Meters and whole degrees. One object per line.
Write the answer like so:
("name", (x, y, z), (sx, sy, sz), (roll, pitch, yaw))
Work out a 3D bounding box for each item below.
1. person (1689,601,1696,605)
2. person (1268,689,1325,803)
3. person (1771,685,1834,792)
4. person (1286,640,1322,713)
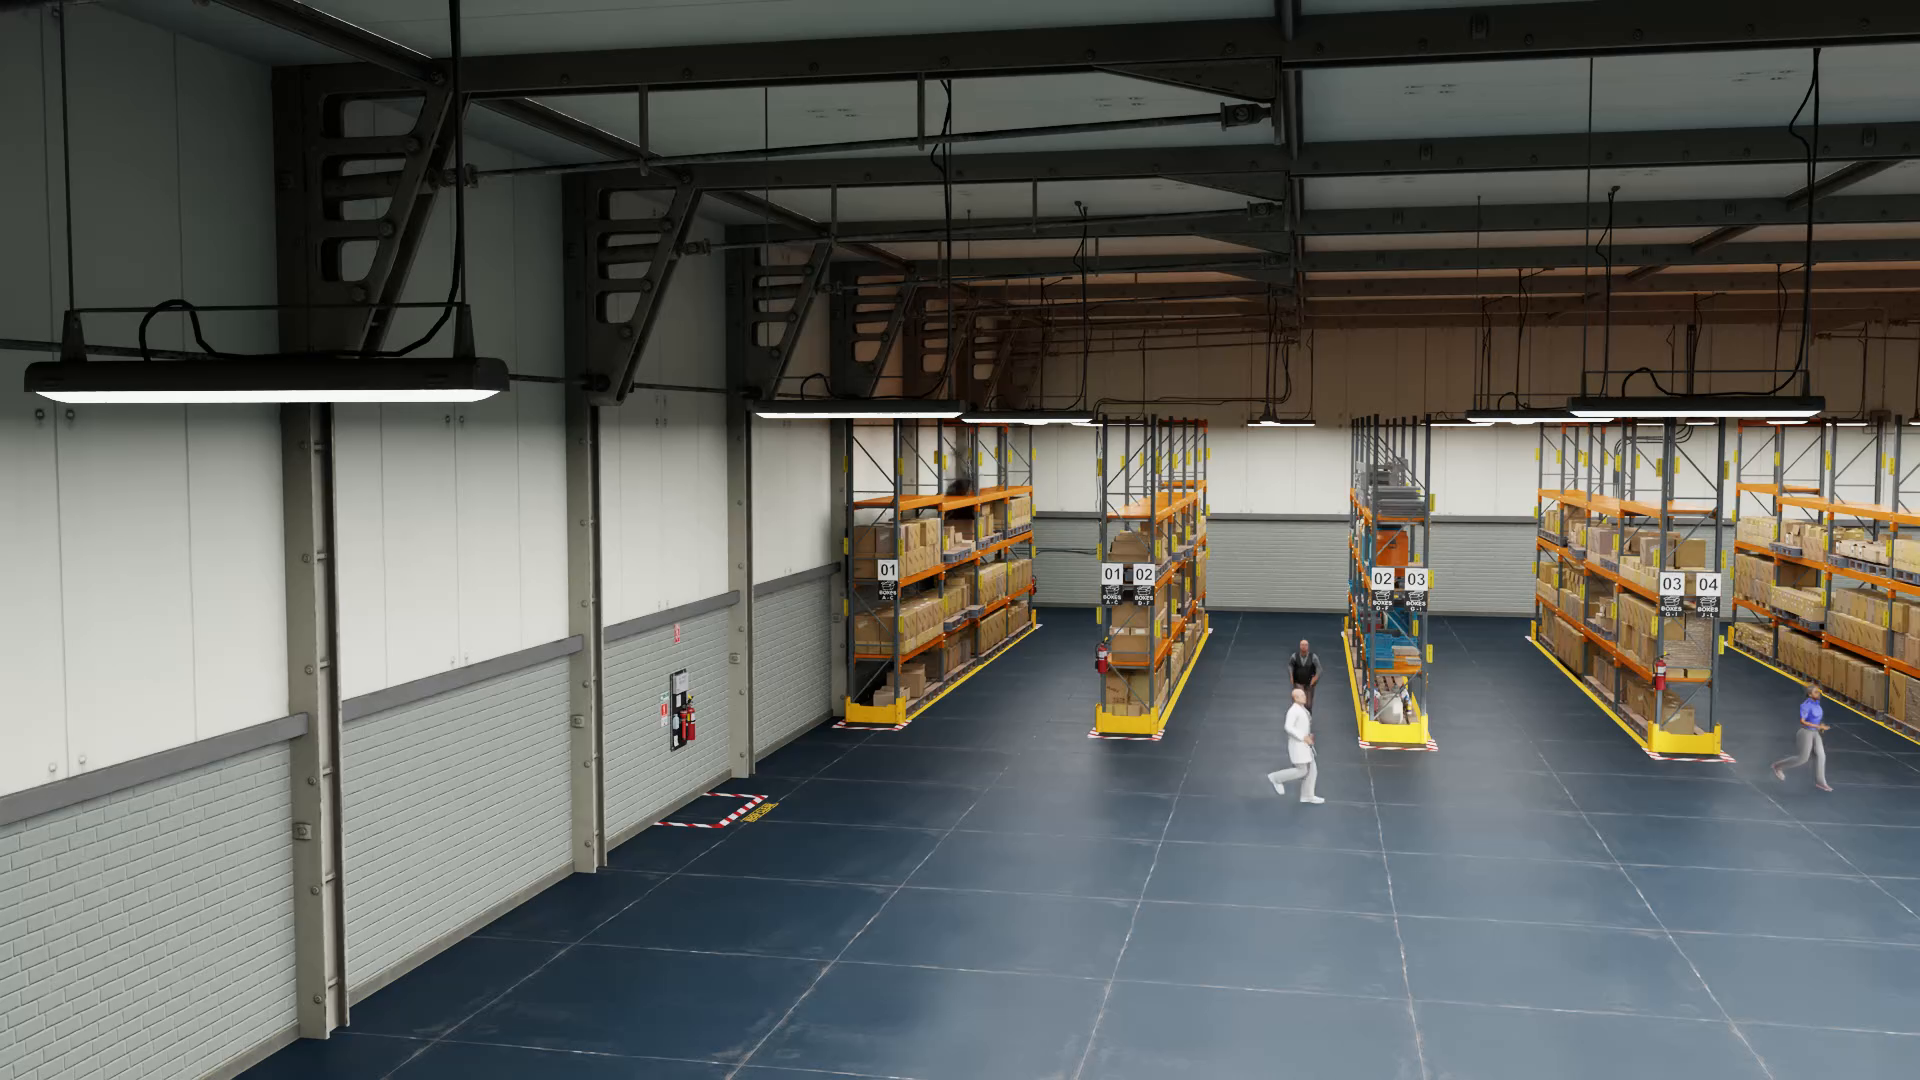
("person", (19.100, 1.977, 43.889), (0.696, 1.651, 0.561), (2, 4, 28))
("person", (5.173, 3.146, 25.474), (0.865, 1.745, 0.726), (2, 4, 26))
("person", (13.514, 3.138, 26.563), (0.588, 1.663, 0.908), (-3, 5, -39))
("person", (6.600, 2.762, 31.892), (0.677, 1.708, 0.774), (1, 4, 10))
